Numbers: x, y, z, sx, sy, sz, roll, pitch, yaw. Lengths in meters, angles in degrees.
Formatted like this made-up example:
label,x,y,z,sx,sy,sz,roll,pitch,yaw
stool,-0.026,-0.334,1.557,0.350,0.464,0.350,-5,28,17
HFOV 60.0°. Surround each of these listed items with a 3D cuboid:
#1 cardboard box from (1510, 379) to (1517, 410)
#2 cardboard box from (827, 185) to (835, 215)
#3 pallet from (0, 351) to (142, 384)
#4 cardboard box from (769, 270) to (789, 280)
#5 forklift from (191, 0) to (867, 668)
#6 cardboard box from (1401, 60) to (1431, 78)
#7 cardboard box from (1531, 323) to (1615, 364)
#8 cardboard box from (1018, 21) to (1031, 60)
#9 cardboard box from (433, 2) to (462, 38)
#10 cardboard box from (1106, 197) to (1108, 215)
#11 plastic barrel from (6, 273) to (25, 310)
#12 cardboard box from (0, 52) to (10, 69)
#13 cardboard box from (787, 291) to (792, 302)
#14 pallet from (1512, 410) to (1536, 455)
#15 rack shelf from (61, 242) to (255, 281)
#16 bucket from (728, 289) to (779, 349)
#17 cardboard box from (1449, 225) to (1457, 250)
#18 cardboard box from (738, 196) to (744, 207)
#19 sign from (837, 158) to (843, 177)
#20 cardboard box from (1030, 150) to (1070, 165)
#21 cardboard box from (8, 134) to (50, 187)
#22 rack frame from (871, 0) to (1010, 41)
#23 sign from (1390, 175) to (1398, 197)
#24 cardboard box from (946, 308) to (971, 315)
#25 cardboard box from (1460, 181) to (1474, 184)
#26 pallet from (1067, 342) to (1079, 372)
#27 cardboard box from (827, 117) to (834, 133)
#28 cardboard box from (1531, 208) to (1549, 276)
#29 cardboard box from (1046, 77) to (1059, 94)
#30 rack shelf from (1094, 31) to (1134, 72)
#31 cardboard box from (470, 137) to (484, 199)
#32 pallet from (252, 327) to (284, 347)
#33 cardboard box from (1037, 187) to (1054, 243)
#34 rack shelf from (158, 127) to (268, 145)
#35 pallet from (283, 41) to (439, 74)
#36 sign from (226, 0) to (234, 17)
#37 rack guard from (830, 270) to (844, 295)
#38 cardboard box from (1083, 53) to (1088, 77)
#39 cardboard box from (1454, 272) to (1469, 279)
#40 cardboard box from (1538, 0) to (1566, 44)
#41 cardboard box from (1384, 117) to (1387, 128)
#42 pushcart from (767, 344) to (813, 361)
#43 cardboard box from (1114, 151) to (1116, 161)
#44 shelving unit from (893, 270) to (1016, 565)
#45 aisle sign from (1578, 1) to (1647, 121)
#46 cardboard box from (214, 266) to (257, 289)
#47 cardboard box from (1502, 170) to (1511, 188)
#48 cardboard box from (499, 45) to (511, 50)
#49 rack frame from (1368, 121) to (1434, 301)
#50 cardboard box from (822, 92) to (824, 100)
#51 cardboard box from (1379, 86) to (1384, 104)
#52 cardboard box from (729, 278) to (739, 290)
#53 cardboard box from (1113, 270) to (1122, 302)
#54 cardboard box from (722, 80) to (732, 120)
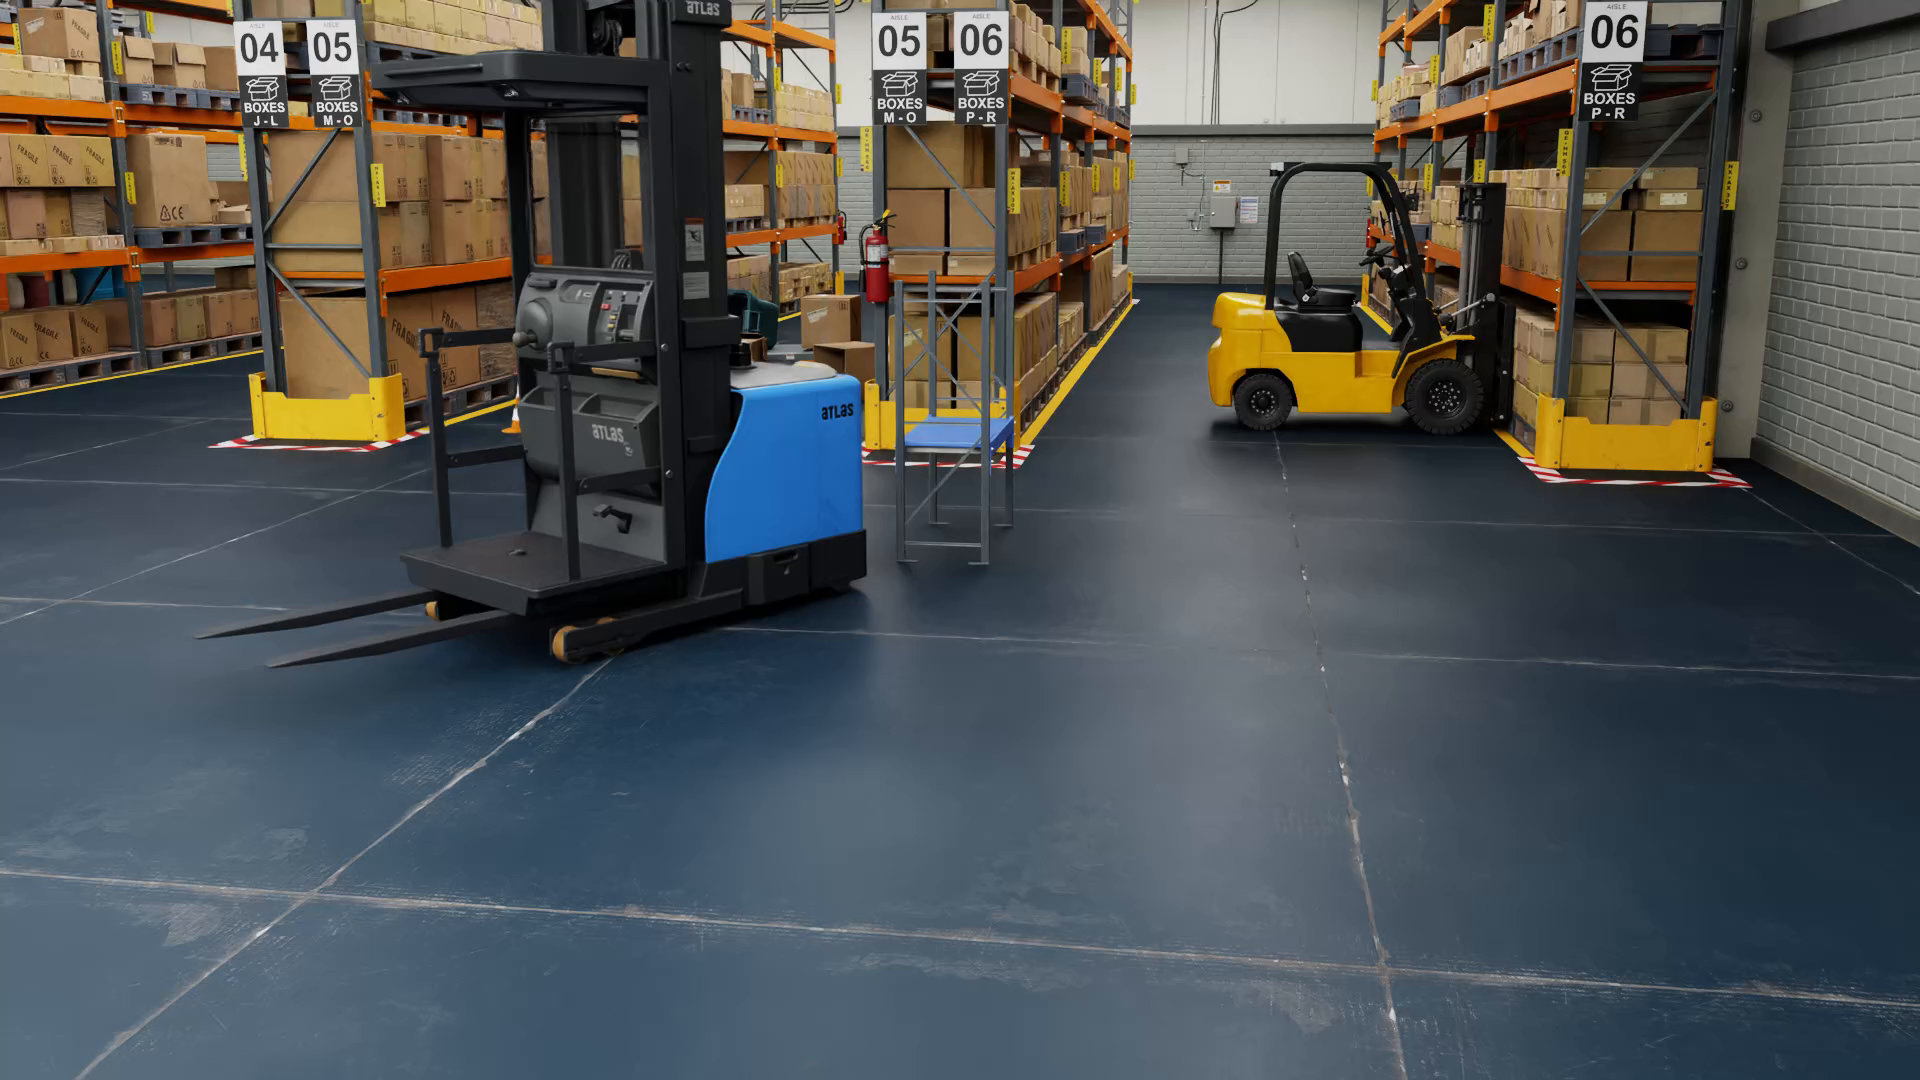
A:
label,x,y,z,sx,sy,sz,roll,pitch,yaw
cardboard box,4.693,-1.179,13.375,0.500,0.250,0.500,2,12,9
cardboard box,-2.404,-5.725,27.997,0.500,0.500,0.500,2,12,10
pallet,-9.389,-1.813,17.403,1.003,0.211,1.213,2,12,9
cardboard box,-2.856,-4.077,25.651,0.380,0.149,0.250,2,12,8
forklift,-1.825,-1.024,7.287,1.130,2.935,3.031,11,16,41
cardboard box,6.216,-6.395,22.601,0.396,0.266,0.258,2,12,8
cardboard box,4.524,-1.459,12.299,0.500,0.250,0.500,2,12,11
cardboard box,0.284,-3.902,13.009,0.500,0.250,0.500,2,12,8
cardboard box,-4.569,-4.398,14.076,0.500,0.250,0.500,2,12,8
cardboard box,1.731,-4.520,22.517,0.500,0.250,0.500,2,12,10
plastic barrel,-13.542,-3.522,23.624,0.421,0.512,0.421,0,12,0
cardboard box,-9.283,-4.553,15.790,0.380,0.149,0.250,2,12,11
cardboard box,-2.790,-3.733,25.464,0.380,0.149,0.250,2,12,10
pallet,4.838,-0.800,12.706,1.003,0.211,1.213,2,12,9
rack shelf,-9.013,-3.381,19.771,1.077,0.370,4.000,2,12,9
bucket,-2.178,-2.175,16.627,0.726,0.611,0.620,7,4,28
cardboard box,5.446,-3.191,17.534,0.500,0.250,0.500,2,12,10
cardboard box,-3.230,-4.721,23.175,0.380,0.149,0.250,1,12,6
sign,-2.044,-6.331,28.253,0.100,0.325,0.005,2,12,9
cardboard box,0.893,-3.799,16.520,0.380,0.149,0.250,2,12,8
cardboard box,-9.271,-3.689,16.174,0.500,0.500,0.500,2,12,9
rack frame,-0.144,-5.096,11.778,1.000,3.000,0.127,2,12,9
sign,6.070,-4.940,23.241,0.100,0.325,0.005,2,12,9
cardboard box,-0.201,-1.675,13.894,0.500,0.500,0.500,2,12,11
cardboard box,6.226,-4.024,19.813,0.500,0.500,0.500,2,12,11
pallet,0.775,-2.049,18.501,1.003,0.211,1.213,2,12,9
cardboard box,-2.398,-6.923,27.732,0.500,0.250,0.500,2,12,7
cardboard box,4.667,-2.270,12.671,0.500,0.500,0.500,2,12,10
cardboard box,0.725,-4.263,15.633,0.380,0.149,0.250,2,12,9
rack shelf,2.010,-7.463,25.419,1.077,0.370,4.000,2,12,9
cardboard box,-4.788,-3.324,14.877,0.875,0.550,0.500,2,12,9
pallet,-8.827,-2.624,21.166,1.003,0.211,1.213,2,12,9
cardboard box,0.577,-2.982,15.267,0.500,0.500,0.500,2,12,11
rack shelf,-12.677,-6.674,27.927,1.077,0.370,4.000,2,12,9
pallet,-4.947,-3.880,13.468,1.003,0.211,1.213,2,12,9
sign,-5.584,-4.183,12.750,0.100,0.325,0.005,2,12,9
rack guard,-2.601,-4.395,28.701,1.175,0.500,0.348,2,12,9
cardboard box,1.035,-4.808,16.923,0.500,0.250,0.500,2,12,8
cardboard box,6.526,-3.338,21.259,0.380,0.149,0.250,2,12,9
cardboard box,4.845,-4.082,12.724,0.700,0.500,0.500,2,12,9
cardboard box,6.612,-6.302,25.093,0.380,0.149,0.250,2,12,9
pushcart,-1.789,-1.777,16.844,1.648,0.377,0.936,-2,12,-11
cardboard box,2.127,-5.731,24.817,0.380,0.149,0.250,2,12,8
shelving unit,-0.013,-0.715,9.253,0.538,1.500,1.048,2,12,9
aisle sign,4.461,-3.270,11.374,0.394,0.787,0.004,2,12,9
cardboard box,-8.850,-3.258,20.600,0.500,0.250,0.500,3,13,15
cardboard box,4.912,-3.129,14.410,0.380,0.149,0.250,2,12,10
cardboard box,-4.331,-4.435,15.195,0.380,0.149,0.250,2,12,10
rack frame,7.222,-5.334,27.122,1.000,3.000,0.127,2,12,9
cardboard box,-2.464,-7.338,27.524,0.380,0.149,0.250,2,12,9
cardboard box,6.809,-6.927,25.858,0.500,0.250,0.500,2,12,8
cardboard box,-3.311,-3.302,22.631,0.500,0.500,0.500,2,12,7
cardboard box,2.042,-3.927,25.682,0.875,0.438,0.875,2,12,7
cardboard box,-3.328,-5.802,21.937,0.500,0.500,0.500,2,12,9
